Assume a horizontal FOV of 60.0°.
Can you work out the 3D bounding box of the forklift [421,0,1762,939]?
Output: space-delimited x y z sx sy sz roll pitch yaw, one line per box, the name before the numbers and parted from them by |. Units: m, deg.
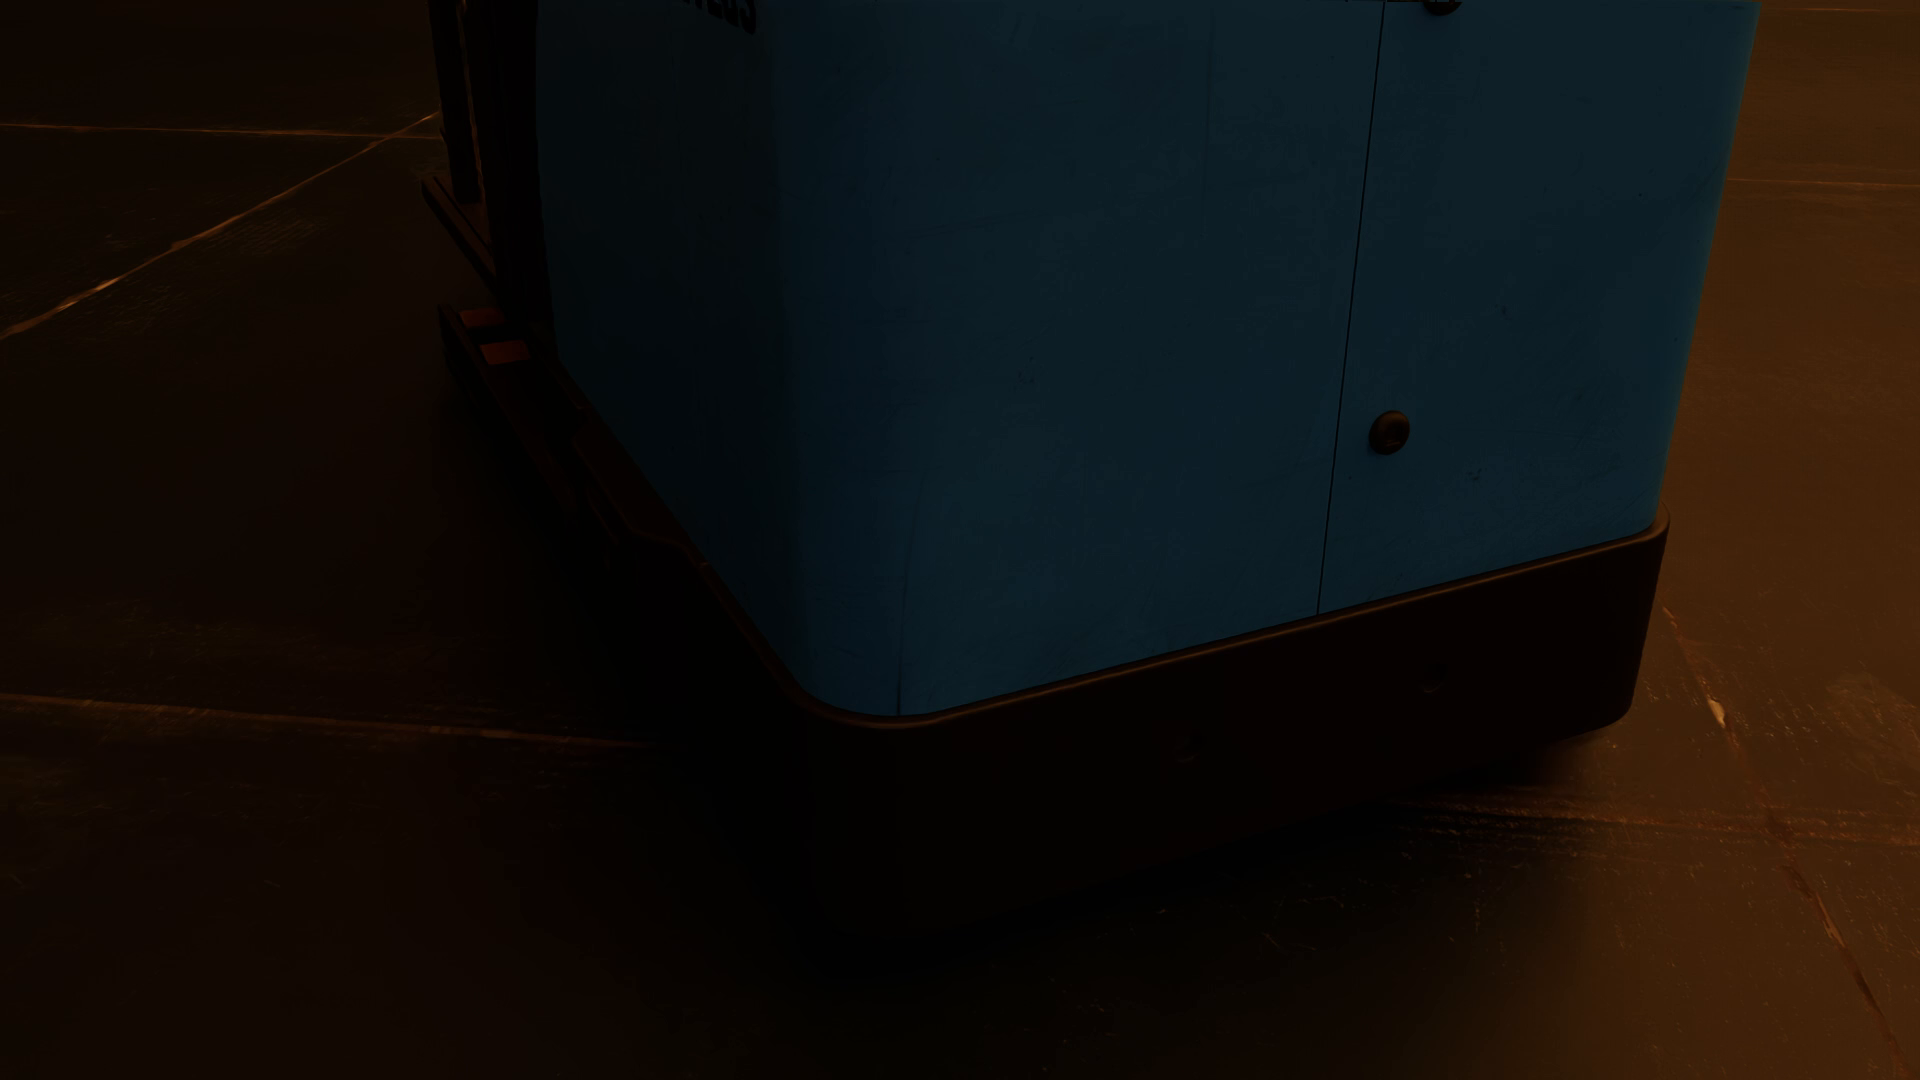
forklift | -0.288 -1.563 2.350 1.130 2.935 3.031 -12 29 -23
